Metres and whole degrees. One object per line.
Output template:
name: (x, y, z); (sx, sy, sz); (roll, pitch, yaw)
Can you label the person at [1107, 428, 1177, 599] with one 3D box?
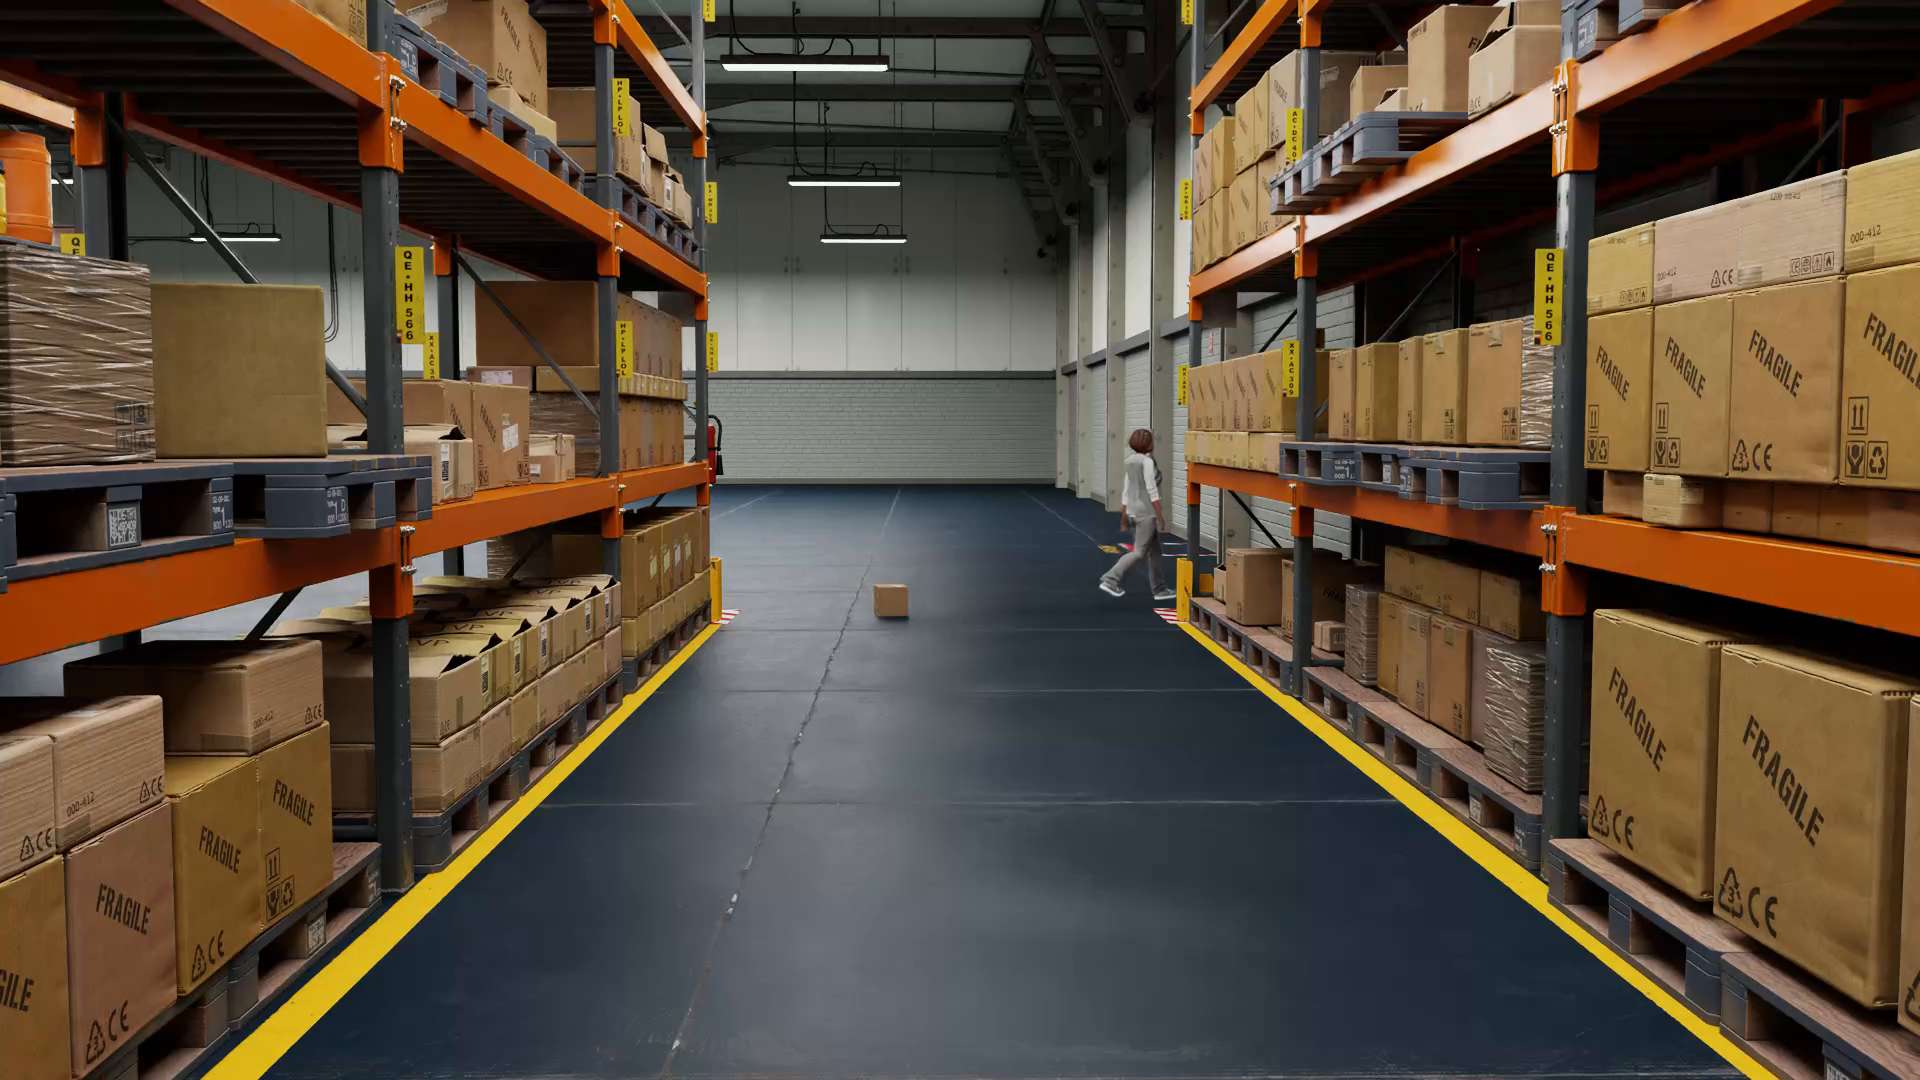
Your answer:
person: (1.667, -0.228, 14.901); (0.821, 1.558, 0.442); (-2, 4, -22)
